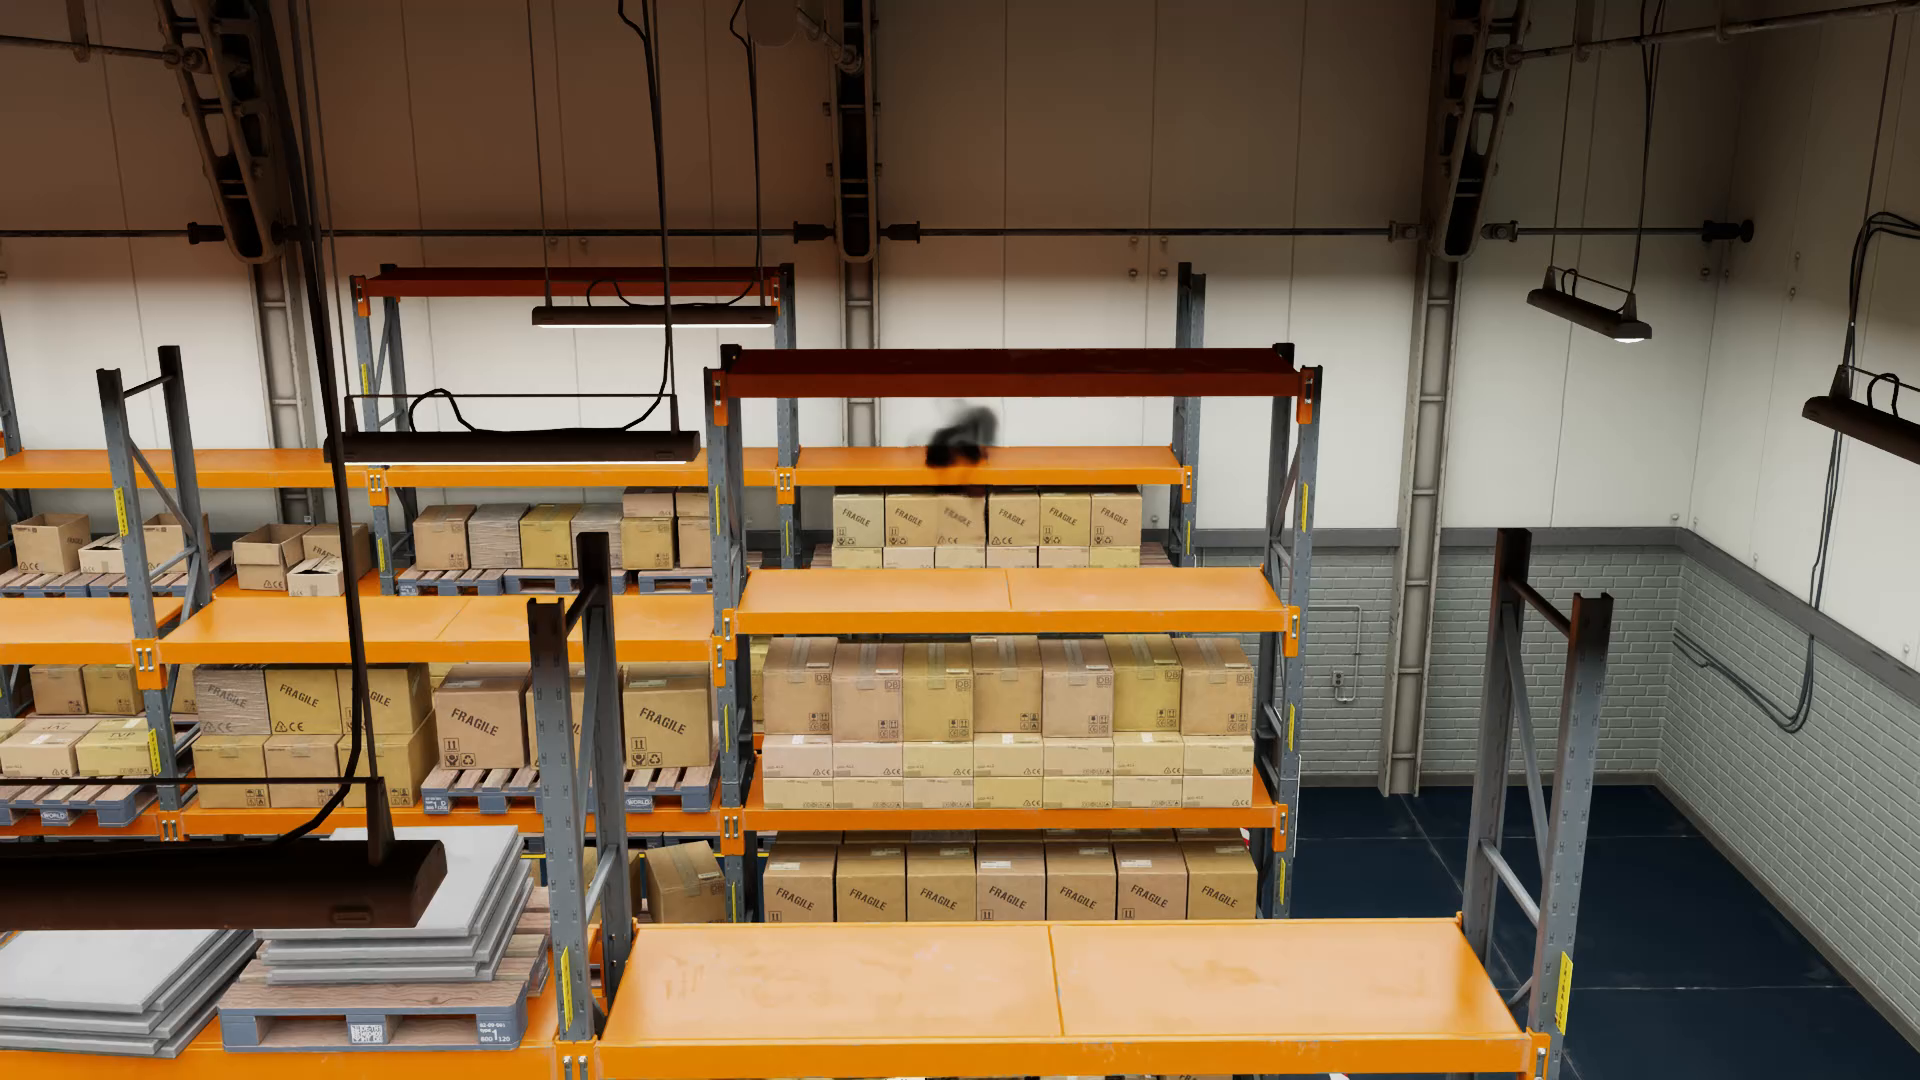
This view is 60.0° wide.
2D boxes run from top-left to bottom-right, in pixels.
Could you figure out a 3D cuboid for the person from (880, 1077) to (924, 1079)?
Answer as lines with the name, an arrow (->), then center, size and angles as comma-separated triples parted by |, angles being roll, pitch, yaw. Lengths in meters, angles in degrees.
person -> -0.359, 4.216, 10.917 | 0.768, 1.757, 0.625 | -2, 16, -8
